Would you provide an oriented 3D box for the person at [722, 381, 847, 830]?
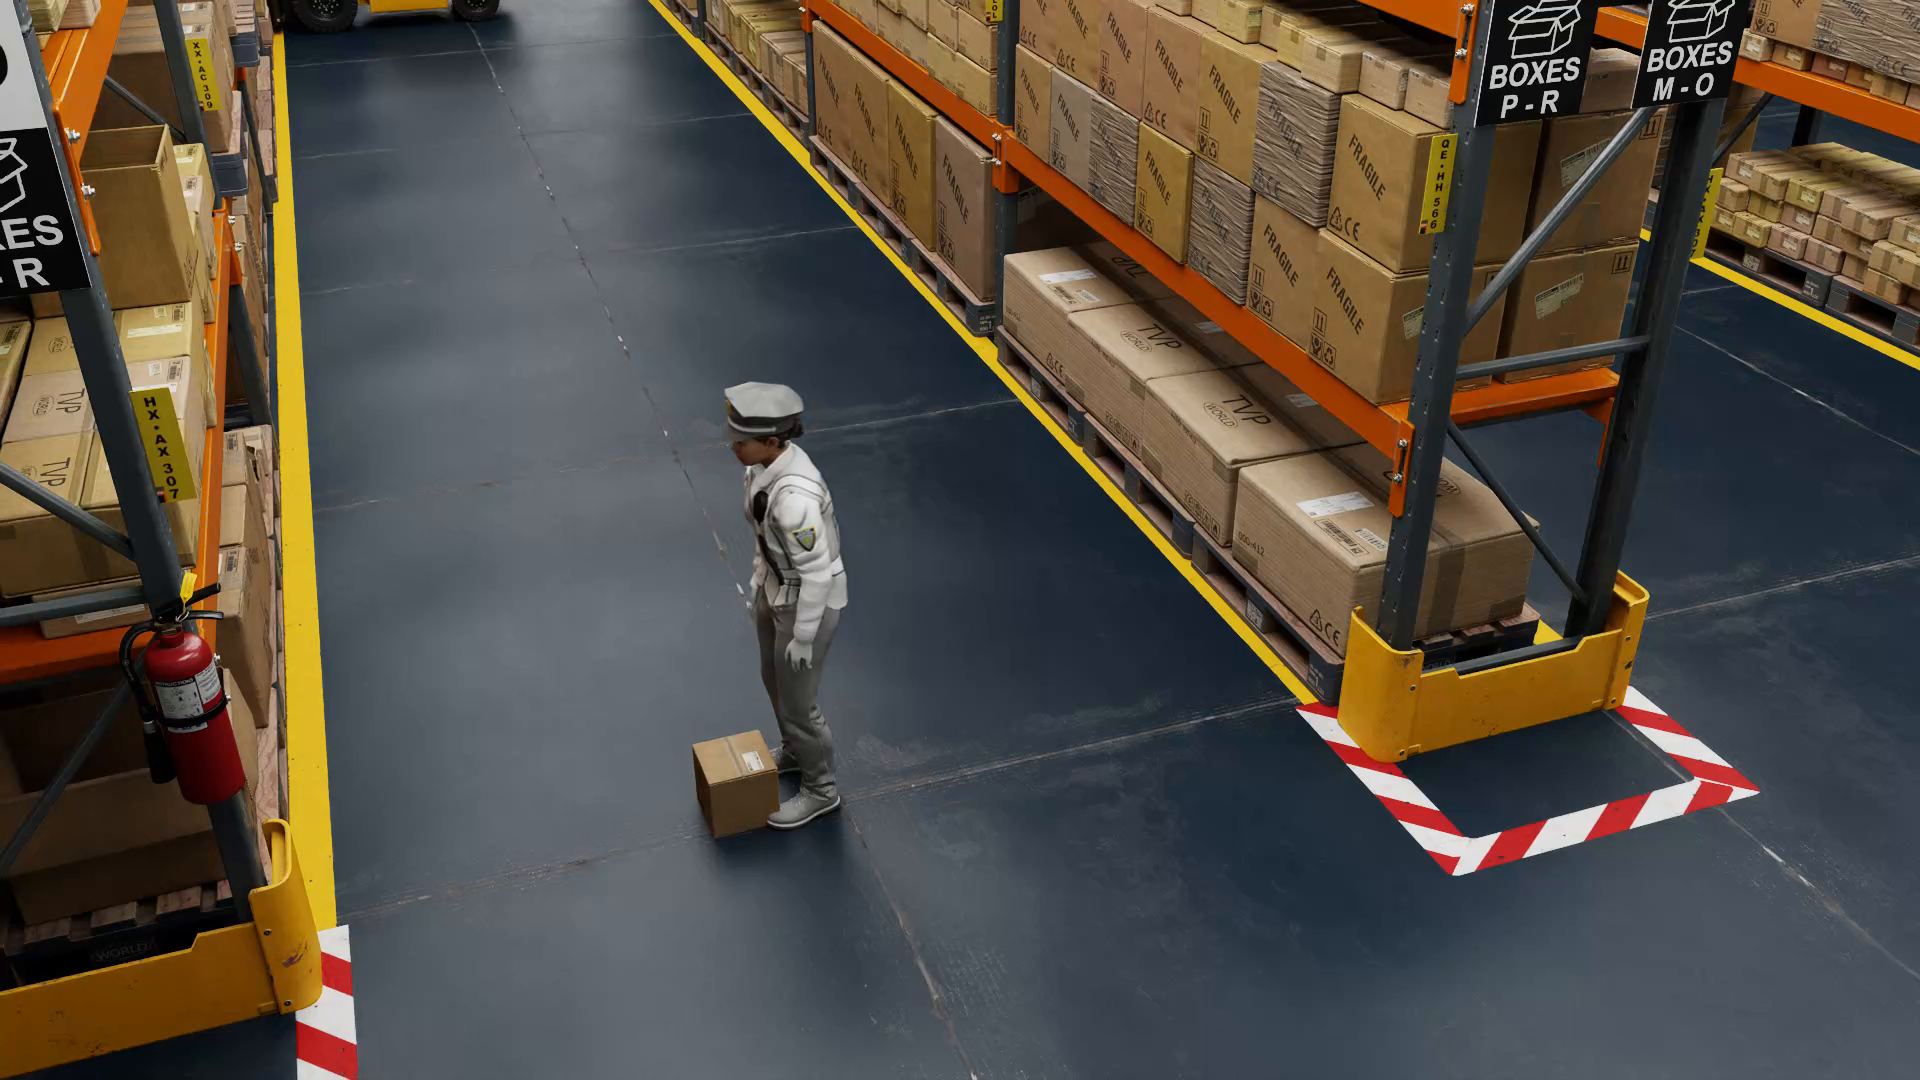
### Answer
[{"bbox_3d":[-0.588,0.227,5.732,0.377,1.663,0.539,-11,32,-19],"label":"person"}]
